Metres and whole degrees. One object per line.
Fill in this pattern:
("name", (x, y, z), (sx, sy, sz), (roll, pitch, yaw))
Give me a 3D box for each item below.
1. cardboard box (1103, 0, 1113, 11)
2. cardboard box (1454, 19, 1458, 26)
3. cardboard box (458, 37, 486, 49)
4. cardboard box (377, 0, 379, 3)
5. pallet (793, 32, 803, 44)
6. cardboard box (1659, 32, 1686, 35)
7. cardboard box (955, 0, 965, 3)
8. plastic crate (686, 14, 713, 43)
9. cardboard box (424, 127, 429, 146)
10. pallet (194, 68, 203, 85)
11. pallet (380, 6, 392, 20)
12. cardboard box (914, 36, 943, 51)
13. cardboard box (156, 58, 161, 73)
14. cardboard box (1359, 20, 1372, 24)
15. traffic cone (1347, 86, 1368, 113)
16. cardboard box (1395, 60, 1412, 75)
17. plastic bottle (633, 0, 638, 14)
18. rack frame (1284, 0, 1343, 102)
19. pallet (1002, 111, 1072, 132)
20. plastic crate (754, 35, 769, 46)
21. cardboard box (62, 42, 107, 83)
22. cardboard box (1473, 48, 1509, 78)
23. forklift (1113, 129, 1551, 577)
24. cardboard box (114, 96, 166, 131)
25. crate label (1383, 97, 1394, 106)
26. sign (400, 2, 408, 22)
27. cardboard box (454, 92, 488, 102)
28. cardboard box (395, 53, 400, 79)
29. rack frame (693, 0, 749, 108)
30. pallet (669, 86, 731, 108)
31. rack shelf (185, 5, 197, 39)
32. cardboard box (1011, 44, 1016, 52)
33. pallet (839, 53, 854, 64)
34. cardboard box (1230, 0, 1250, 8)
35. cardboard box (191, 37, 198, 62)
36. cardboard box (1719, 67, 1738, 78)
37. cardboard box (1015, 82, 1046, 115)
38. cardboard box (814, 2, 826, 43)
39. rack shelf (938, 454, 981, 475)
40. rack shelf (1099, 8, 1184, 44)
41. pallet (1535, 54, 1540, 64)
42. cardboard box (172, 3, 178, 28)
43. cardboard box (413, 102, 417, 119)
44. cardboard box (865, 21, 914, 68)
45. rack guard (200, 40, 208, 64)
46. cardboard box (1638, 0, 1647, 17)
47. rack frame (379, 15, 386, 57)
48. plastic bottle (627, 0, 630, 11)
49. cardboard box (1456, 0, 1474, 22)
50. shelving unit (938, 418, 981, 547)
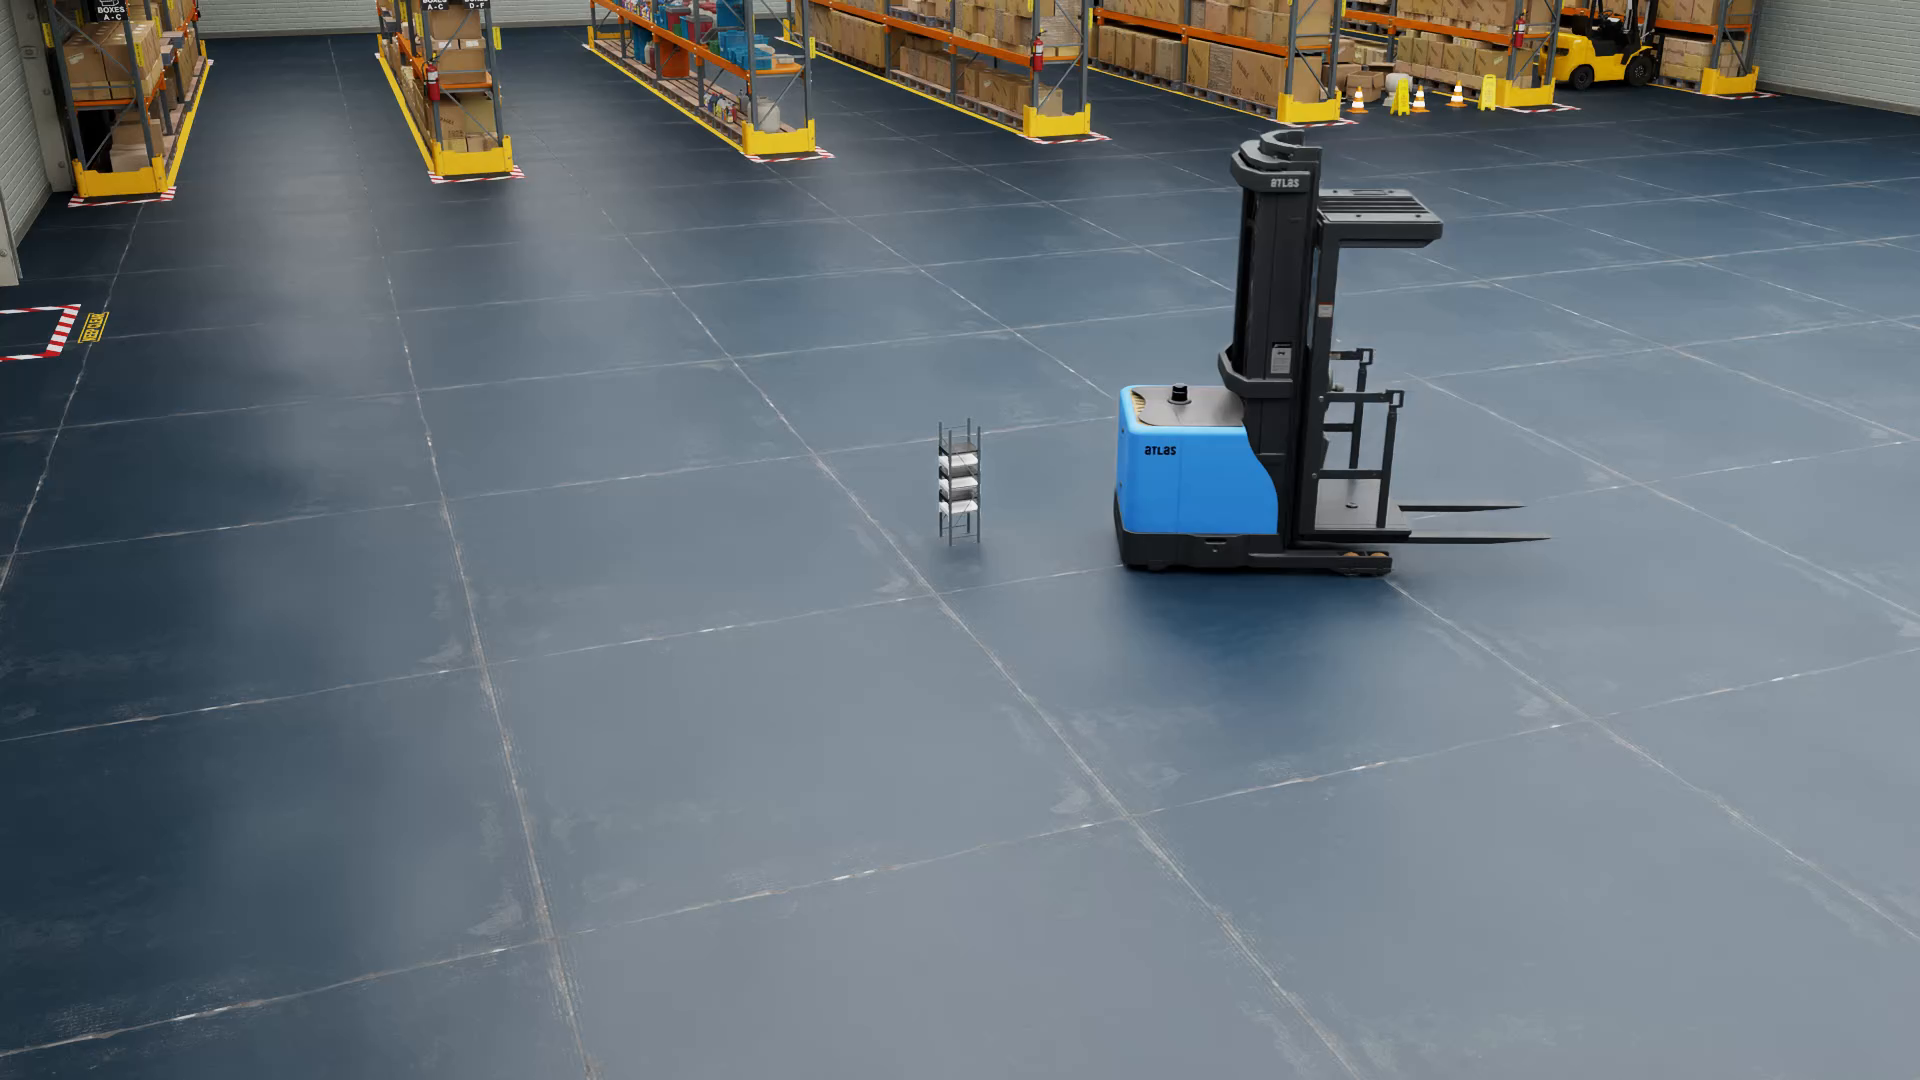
("cardboard box", (3.471, -11.866, 36.412), (0.500, 0.500, 0.500), (-8, 24, -18))
("cardboard box", (10.133, -10.378, 33.334), (0.380, 0.149, 0.250), (-8, 24, -19))
("cardboard box", (-7.490, -7.629, 25.524), (0.380, 0.149, 0.250), (-9, 24, -19))
("cardboard box", (-13.108, -12.587, 38.123), (0.500, 0.500, 0.500), (-9, 24, -20))
("pallet", (-3.581, -12.718, 42.154), (1.003, 0.211, 1.213), (-8, 24, -19))
("cardboard box", (15.115, -10.651, 35.370), (0.500, 0.250, 0.500), (-9, 24, -20))
("cardboard box", (0.224, -10.368, 31.189), (0.500, 0.500, 0.500), (-8, 24, -19))
("plastic crate", (-4.788, -9.407, 30.624), (0.402, 0.464, 0.583), (-8, 24, -19))
("cardboard box", (-8.385, -6.554, 26.937), (0.500, 0.250, 0.500), (-8, 24, -19))
("pallet", (-16.621, -9.793, 35.213), (1.003, 0.211, 1.213), (-8, 24, -19))
("pallet", (-11.612, -11.078, 34.919), (1.003, 0.211, 1.213), (-8, 24, -19))
("cardboard box", (-0.649, -10.342, 34.612), (0.500, 0.250, 0.500), (-6, 23, -13))
("cardboard box", (-12.980, -7.511, 26.377), (0.500, 0.250, 0.500), (-8, 24, -19))
("cardboard box", (10.918, -13.914, 44.529), (0.380, 0.149, 0.250), (-9, 25, -21))
("traffic cone", (7.532, -8.332, 31.423), (0.336, 0.463, 0.334), (-8, 24, -19))
("cardboard box", (9.529, -9.958, 35.013), (0.500, 0.250, 0.500), (-10, 25, -21))
("plastic bottle", (-6.941, -11.452, 35.718), (0.152, 0.276, 0.135), (-8, 24, -19))
("rack frame", (6.391, -9.113, 30.010), (1.000, 3.000, 0.127), (-8, 24, -19))
("pallet", (1.435, -7.512, 29.802), (1.003, 0.211, 1.213), (-8, 24, -19))
("plastic crate", (-3.686, -8.810, 29.482), (0.499, 0.251, 0.616), (-8, 24, -19))
("cardboard box", (-12.552, -6.858, 23.862), (0.500, 0.500, 0.500), (-9, 24, -20))
("cardboard box", (10.460, -9.357, 32.621), (0.500, 0.500, 0.500), (-8, 24, -19))
("forklift", (2.661, -1.302, 11.565), (3.031, 2.935, 1.130), (0, 23, 1))
("cardboard box", (-13.875, -7.200, 28.123), (0.700, 0.500, 0.500), (-7, 24, -17))
("crate label", (8.374, -8.491, 32.218), (0.298, 0.136, 0.250), (18, 29, 36))
("sign", (-9.471, -8.984, 28.315), (0.100, 0.325, 0.005), (-8, 24, -19))
("cardboard box", (-7.902, -6.970, 26.960), (0.500, 0.500, 0.500), (-8, 24, -19))
("cardboard box", (-11.303, -9.755, 34.184), (0.500, 0.500, 0.500), (-9, 25, -21))
("rack frame", (-4.331, -9.243, 30.319), (1.000, 3.000, 0.127), (-8, 24, -19))
("pallet", (-5.080, -8.682, 32.578), (1.003, 0.211, 1.213), (-8, 24, -19))
("rack shelf", (-17.132, -11.186, 35.854), (1.077, 0.370, 4.000), (-8, 24, -19))
("cardboard box", (1.124, -8.697, 29.345), (0.380, 0.149, 0.250), (-8, 24, -19))
("pallet", (-2.181, -11.275, 38.729), (1.003, 0.211, 1.213), (-8, 24, -19))
("cardboard box", (5.636, -10.404, 31.489), (0.875, 0.550, 0.500), (-8, 24, -19))
("cardboard box", (-17.321, -10.863, 36.840), (0.700, 0.500, 0.500), (-8, 24, -19))
("cardboard box", (15.638, -9.643, 34.267), (0.500, 0.250, 0.500), (-8, 24, -19))
("cardboard box", (1.267, -7.953, 29.935), (0.500, 0.500, 0.500), (-2, 23, -5))
("cardboard box", (-3.000, -12.622, 40.530), (0.875, 0.875, 0.875), (-8, 24, -19))
("rack shelf", (-0.003, -0.553, 12.025), (0.258, 0.077, 0.200), (-8, 24, -19))
("rack shelf", (4.272, -10.962, 35.322), (1.077, 0.370, 4.000), (-8, 24, -19))
("pallet", (13.919, -10.942, 37.940), (1.003, 0.211, 1.213), (-8, 24, -19))
("cardboard box", (-15.121, -9.933, 31.417), (0.500, 0.500, 0.500), (-8, 24, -17))
("cardboard box", (-9.384, -7.602, 29.425), (0.500, 0.250, 0.500), (-9, 24, -20))
("cardboard box", (-1.335, -10.844, 36.312), (1.225, 0.875, 0.875), (-10, 25, -21))
("rack guard", (-17.847, -11.101, 37.945), (1.175, 0.500, 0.348), (-8, 24, -19))
("cardboard box", (14.666, -11.258, 34.969), (0.500, 0.500, 0.500), (-8, 24, -19))
("rack frame", (-13.206, -12.925, 39.054), (1.000, 3.000, 0.127), (-8, 24, -19))
("plastic bottle", (-7.206, -11.692, 36.293), (0.097, 0.271, 0.097), (0, 23, 0))
("cardboard box", (10.191, -10.537, 32.875), (0.500, 0.500, 0.500), (-8, 24, -19))
("shelving unit", (-0.003, -0.418, 12.082), (0.258, 0.900, 0.210), (-8, 24, -19))
